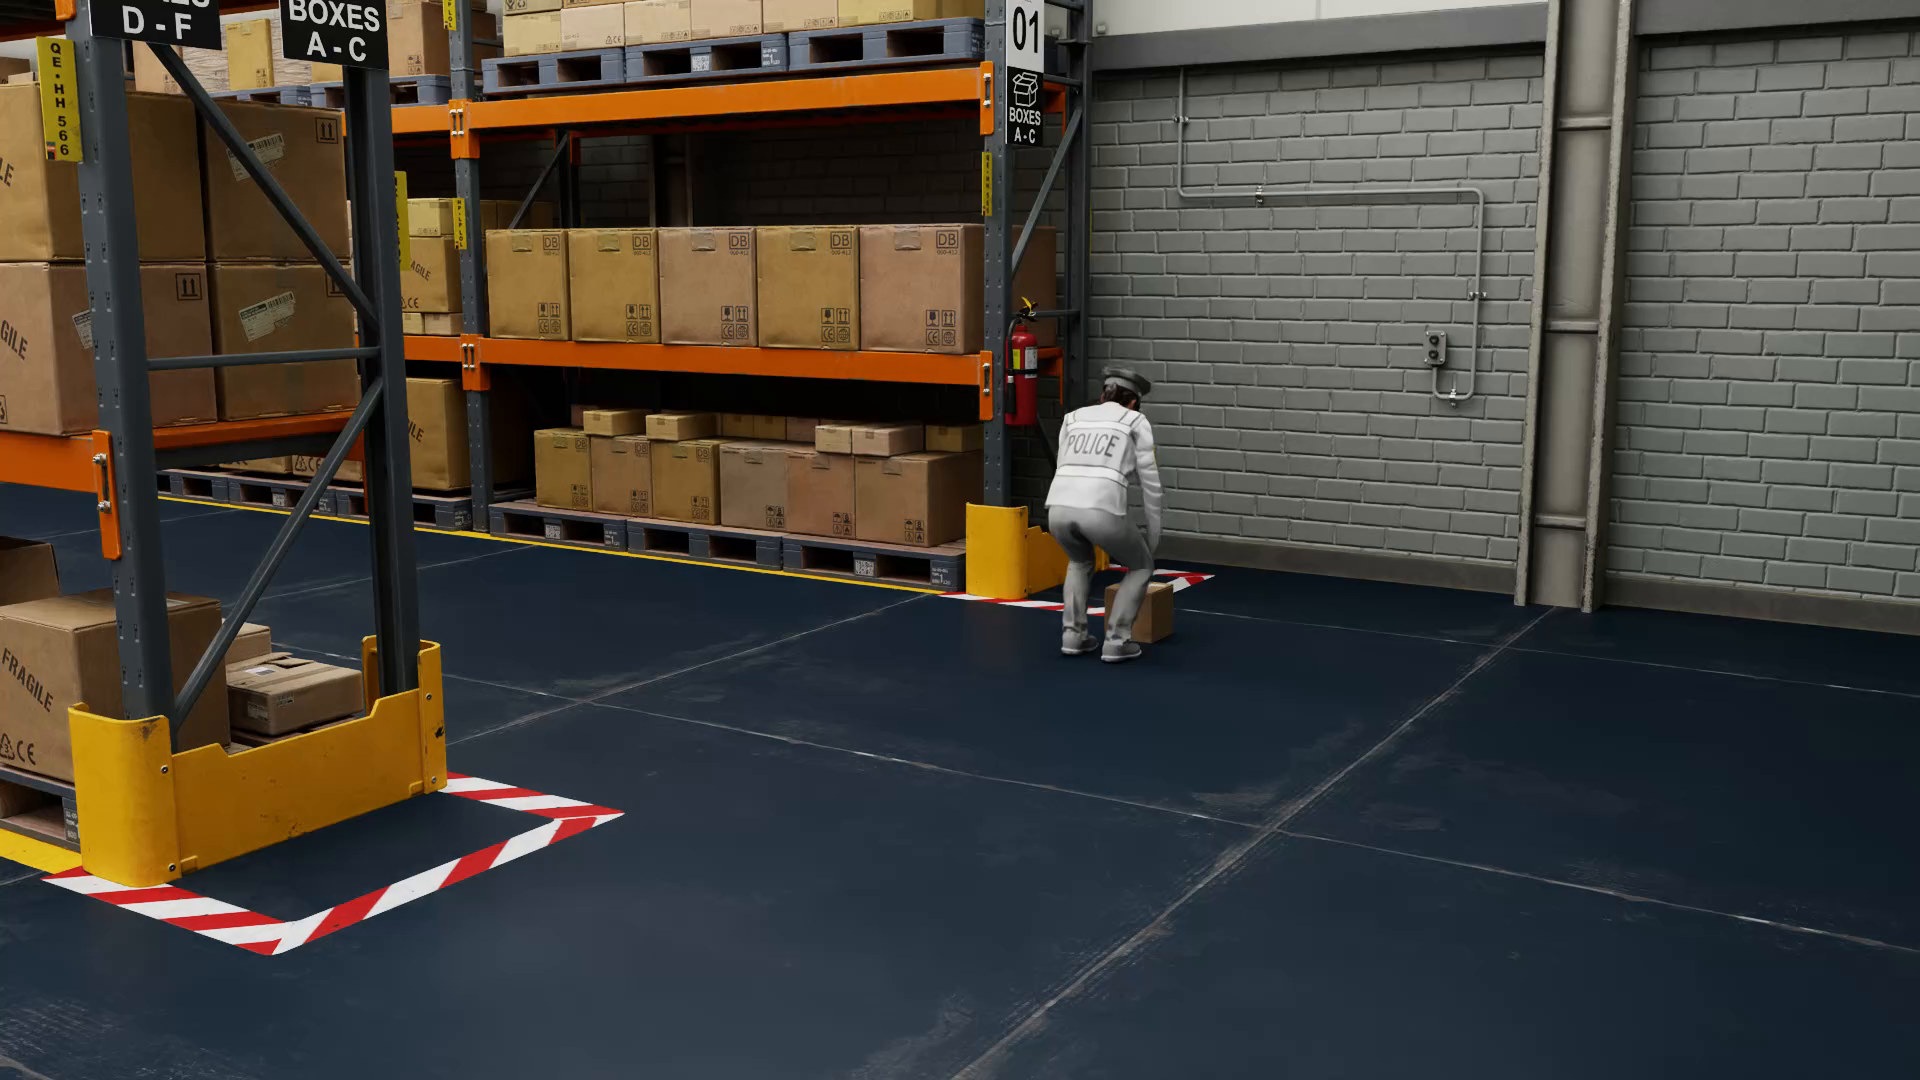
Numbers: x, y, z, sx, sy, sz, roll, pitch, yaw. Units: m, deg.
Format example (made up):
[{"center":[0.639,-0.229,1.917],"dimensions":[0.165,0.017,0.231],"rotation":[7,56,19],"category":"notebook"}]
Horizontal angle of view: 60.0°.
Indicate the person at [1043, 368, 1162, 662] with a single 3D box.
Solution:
[{"center":[0.648,-0.123,7.678],"dimensions":[0.534,1.320,0.739],"rotation":[6,11,31],"category":"person"}]
